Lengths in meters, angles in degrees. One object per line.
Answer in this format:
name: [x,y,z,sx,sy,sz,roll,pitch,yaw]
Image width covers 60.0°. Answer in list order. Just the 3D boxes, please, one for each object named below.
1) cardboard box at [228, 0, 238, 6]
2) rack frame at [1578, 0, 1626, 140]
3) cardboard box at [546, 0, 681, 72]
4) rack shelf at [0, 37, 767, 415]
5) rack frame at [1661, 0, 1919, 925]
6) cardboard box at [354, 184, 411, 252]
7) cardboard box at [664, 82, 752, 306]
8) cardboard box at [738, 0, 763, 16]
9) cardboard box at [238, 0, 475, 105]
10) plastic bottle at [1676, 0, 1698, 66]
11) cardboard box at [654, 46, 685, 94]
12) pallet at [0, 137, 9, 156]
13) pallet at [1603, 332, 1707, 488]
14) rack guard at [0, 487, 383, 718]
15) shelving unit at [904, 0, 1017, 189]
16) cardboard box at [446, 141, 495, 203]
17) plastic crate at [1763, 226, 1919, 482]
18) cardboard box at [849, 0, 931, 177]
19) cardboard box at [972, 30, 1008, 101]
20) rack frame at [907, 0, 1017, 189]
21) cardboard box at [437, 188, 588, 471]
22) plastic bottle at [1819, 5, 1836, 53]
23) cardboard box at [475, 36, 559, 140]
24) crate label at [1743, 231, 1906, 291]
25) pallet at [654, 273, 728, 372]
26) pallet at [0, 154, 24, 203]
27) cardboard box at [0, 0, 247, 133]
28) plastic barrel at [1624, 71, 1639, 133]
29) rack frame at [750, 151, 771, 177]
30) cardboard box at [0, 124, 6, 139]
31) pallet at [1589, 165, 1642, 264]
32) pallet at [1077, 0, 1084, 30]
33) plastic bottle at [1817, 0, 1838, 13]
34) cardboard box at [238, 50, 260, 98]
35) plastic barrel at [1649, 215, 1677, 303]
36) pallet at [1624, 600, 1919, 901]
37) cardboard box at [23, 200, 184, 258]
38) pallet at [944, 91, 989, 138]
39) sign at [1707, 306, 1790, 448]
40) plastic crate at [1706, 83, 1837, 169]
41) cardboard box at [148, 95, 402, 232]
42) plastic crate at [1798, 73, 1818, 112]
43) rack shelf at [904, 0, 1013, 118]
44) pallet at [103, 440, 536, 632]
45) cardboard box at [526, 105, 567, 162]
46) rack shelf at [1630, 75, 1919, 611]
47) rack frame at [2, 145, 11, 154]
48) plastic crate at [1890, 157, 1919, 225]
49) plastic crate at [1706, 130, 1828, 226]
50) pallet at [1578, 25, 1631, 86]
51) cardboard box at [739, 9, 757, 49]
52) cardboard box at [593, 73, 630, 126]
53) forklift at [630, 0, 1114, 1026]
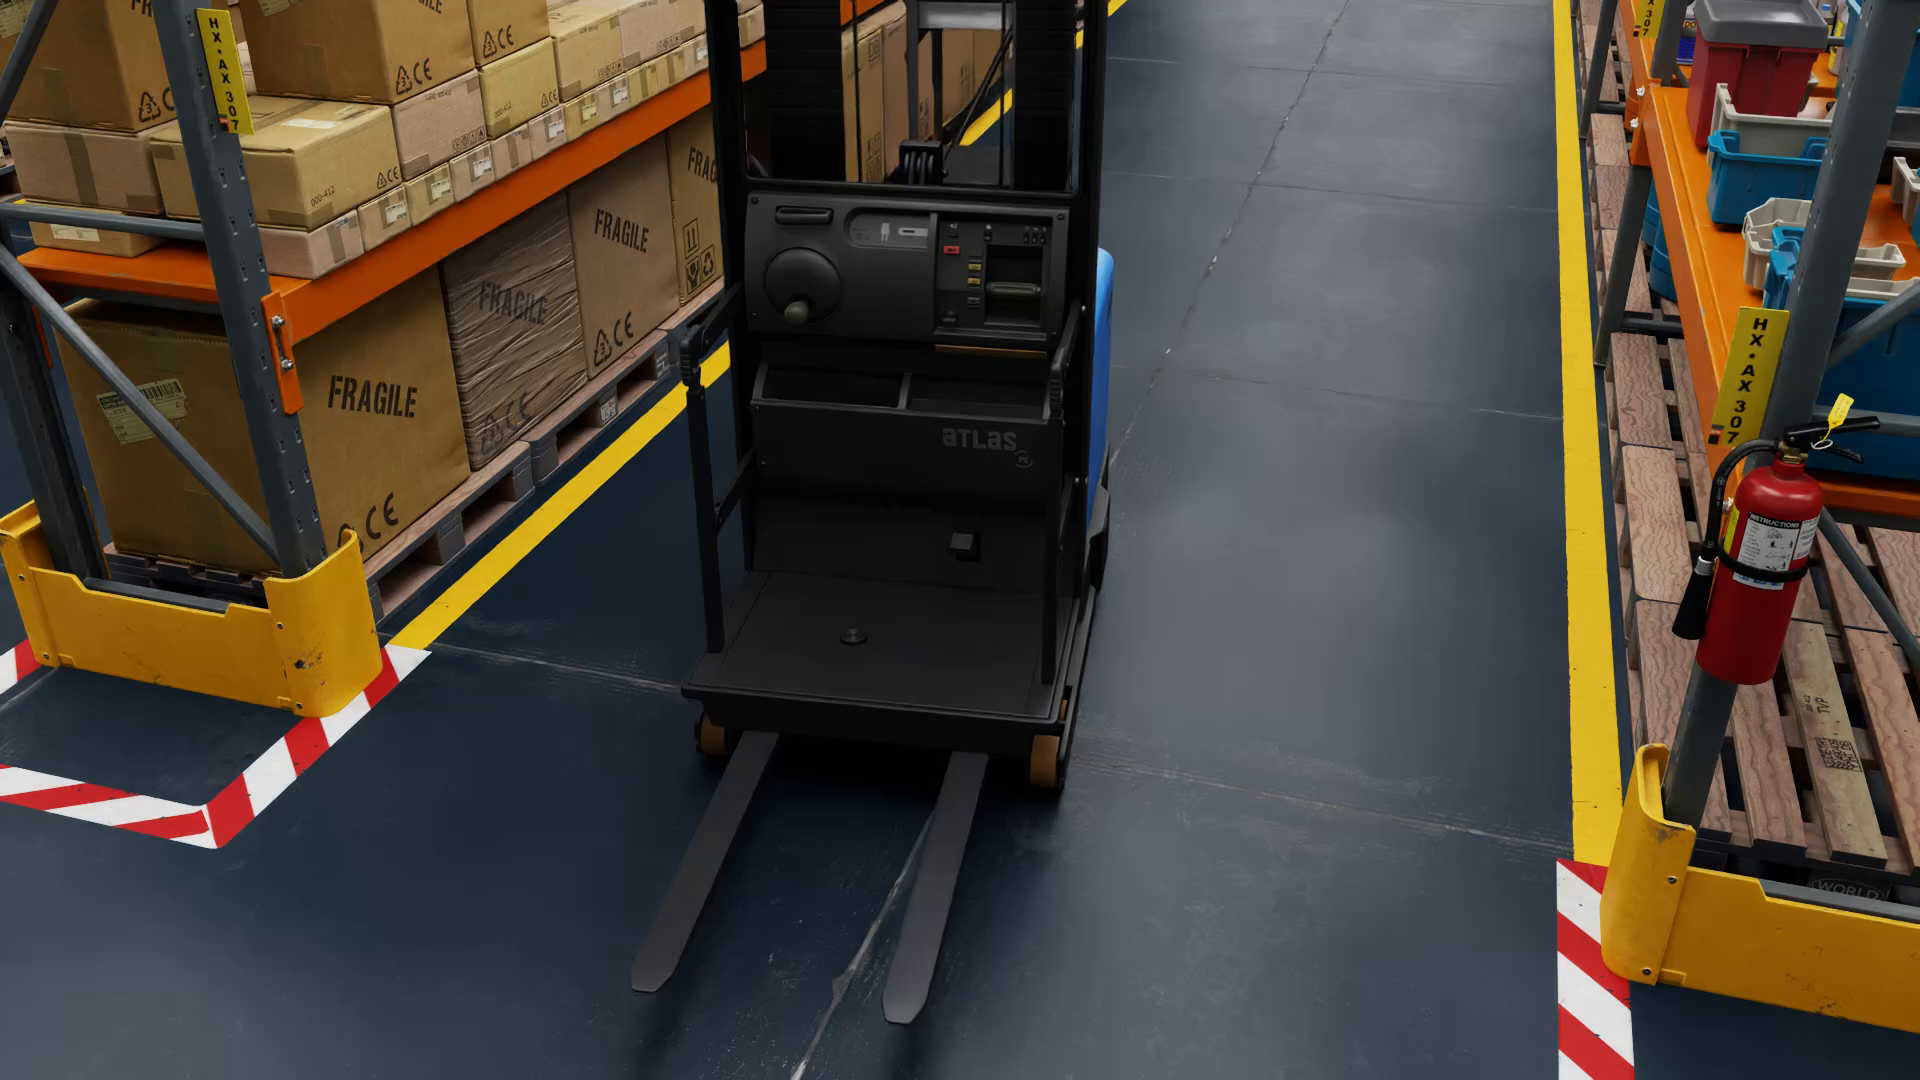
cardboard box: [-5.247,-3.737,11.251,0.500,0.250,0.500,10,31,17]
rack frame: [4.597,-3.926,10.222,1.000,3.000,0.127,8,30,15]
cardboard box: [-1.490,-2.118,6.819,0.500,0.250,0.500,9,30,16]
rack shelf: [-1.899,-1.530,6.655,1.077,0.370,4.000,8,30,15]
rack frame: [2.248,-0.208,3.539,1.000,3.000,0.127,8,30,15]
cardboard box: [-1.993,-1.043,5.297,0.380,0.149,0.250,8,30,14]
cardboard box: [-1.582,-1.734,8.034,0.875,0.875,0.875,8,30,15]
cardboard box: [-1.191,-2.596,7.679,0.500,0.250,0.500,8,30,14]
cardboard box: [-1.941,-1.724,5.341,0.500,0.500,0.500,8,30,14]
plastic bottle: [3.229,-2.242,7.323,0.152,0.276,0.135,8,30,15]
cardboard box: [-1.390,-1.997,7.013,0.380,0.149,0.250,9,30,16]
pallet: [-5.797,-2.672,10.836,1.003,0.211,1.213,8,30,15]
pallet: [3.244,-0.501,6.934,1.003,0.211,1.213,8,30,15]
rack guard: [-2.493,0.189,5.397,1.175,0.500,0.348,8,30,15]
shelving unit: [0.059,-1.225,6.292,0.431,2.100,0.503,5,29,8]
cardboard box: [-1.842,-1.283,5.729,0.380,0.149,0.250,8,30,14]
plastic crate: [2.168,-0.432,3.843,0.616,0.435,0.499,8,30,15]
cardboard box: [-0.882,-2.745,9.852,1.225,0.875,0.875,7,30,13]
cardboard box: [-0.361,-3.570,11.336,1.225,0.875,0.875,7,30,13]
rack frame: [0.018,-1.108,6.081,0.400,2.100,0.015,5,29,8]
cardboard box: [-2.108,-0.902,6.539,0.875,0.875,0.875,8,30,15]
plastic bottle: [3.905,-2.320,7.540,0.097,0.201,0.097,0,29,0]
cardboard box: [-1.790,-1.639,5.960,0.500,0.250,0.500,7,30,13]
crate label: [2.472,-0.790,4.793,0.396,0.136,0.243,8,30,15]
pallet: [-1.610,-1.213,8.214,1.003,0.211,1.213,8,30,15]
pallet: [-6.187,-1.993,9.615,1.003,0.211,1.213,8,30,15]
cardboard box: [-2.595,-1.571,5.066,0.500,0.500,0.500,9,30,15]
plastic barrel: [4.469,-2.931,10.234,0.600,0.830,0.708,8,30,15]
rack frame: [-1.312,-2.774,8.151,1.000,3.000,0.127,8,30,15]
cardboard box: [-5.813,-2.405,9.681,0.380,0.149,0.250,9,30,16]
pallet: [4.045,-1.770,9.215,1.003,0.211,1.213,8,30,15]
pallet: [0.453,-4.342,13.839,1.003,0.211,1.213,8,30,15]
plastic bottle: [4.194,-2.604,7.973,0.152,0.276,0.135,8,30,15]
cardboard box: [-2.448,-1.478,5.670,0.500,0.250,0.500,8,30,14]
plastic barrel: [3.599,-1.584,7.738,0.600,0.901,0.708,8,30,15]
pallet: [2.528,0.633,4.896,1.003,0.211,1.213,8,30,15]
cardboard box: [-2.697,-1.018,5.252,0.380,0.149,0.250,9,30,16]
pallet: [-0.442,-3.059,11.531,1.003,0.211,1.213,8,30,15]
sign: [1.718,-0.351,3.627,0.100,0.325,0.005,8,30,15]
plastic crate: [2.798,-1.358,5.666,0.437,0.282,0.530,8,30,15]
cardboard box: [-2.087,-1.164,5.105,0.500,0.250,0.500,8,30,14]
plastic crate: [3.149,-1.782,6.578,0.396,0.136,0.243,8,30,15]
rack shelf: [0.059,-1.824,5.958,0.431,0.518,0.480,5,29,8]
pallet: [-2.326,-0.079,6.175,1.003,0.211,1.213,8,30,15]
cardboard box: [-1.692,-1.521,6.157,0.380,0.149,0.250,8,30,14]
rack shelf: [2.836,-0.823,5.384,1.077,0.370,4.000,8,30,15]
rack frame: [-6.024,-3.529,9.507,1.000,3.000,0.127,8,30,15]
plastic crate: [3.199,-1.126,5.398,0.293,0.136,0.466,8,30,15]
plastic crate: [2.606,-1.152,5.346,0.416,0.233,0.300,8,30,15]
pallet: [5.221,-3.627,12.553,1.003,0.211,1.213,8,30,15]
cardboard box: [-1.164,-2.356,7.658,0.380,0.149,0.250,9,30,16]
cardboard box: [-1.541,-1.760,6.587,0.380,0.149,0.250,9,30,16]
forklift: [-0.190,-0.731,4.549,1.130,2.935,3.031,5,29,8]
